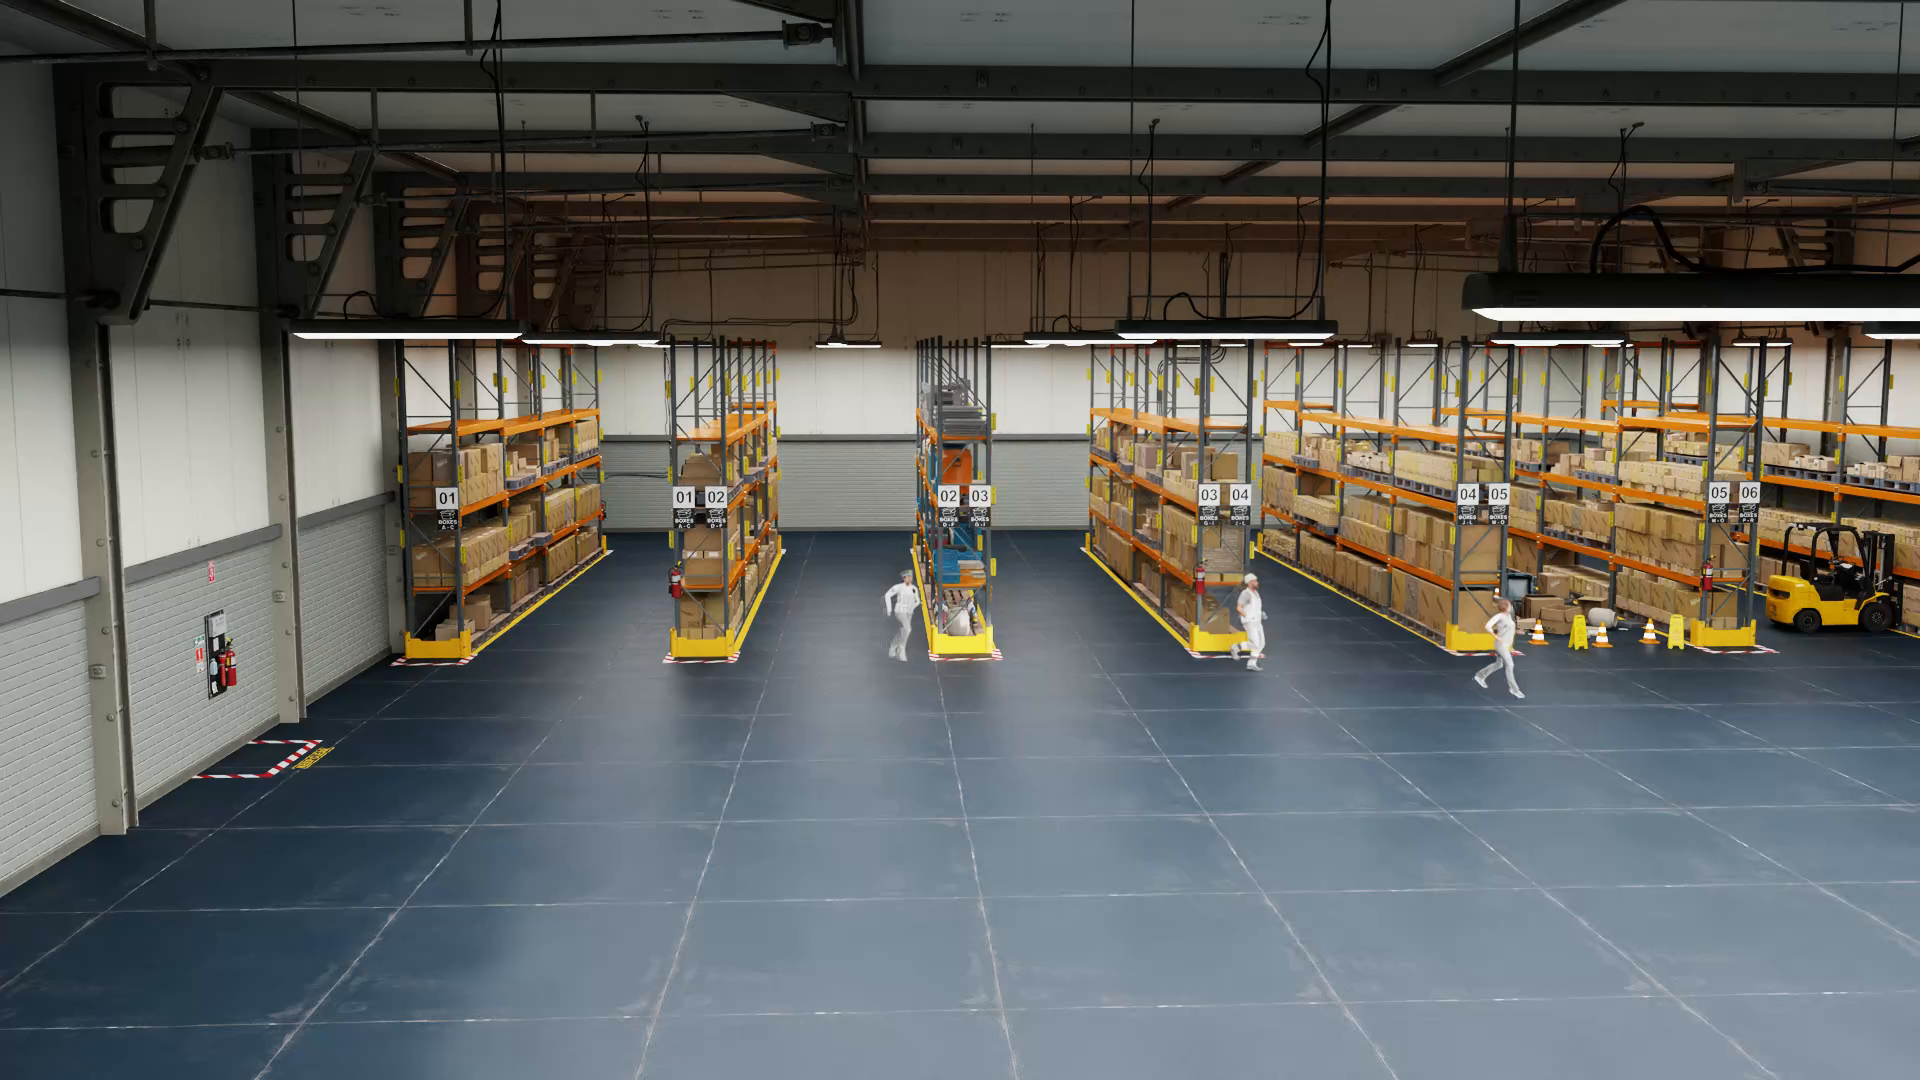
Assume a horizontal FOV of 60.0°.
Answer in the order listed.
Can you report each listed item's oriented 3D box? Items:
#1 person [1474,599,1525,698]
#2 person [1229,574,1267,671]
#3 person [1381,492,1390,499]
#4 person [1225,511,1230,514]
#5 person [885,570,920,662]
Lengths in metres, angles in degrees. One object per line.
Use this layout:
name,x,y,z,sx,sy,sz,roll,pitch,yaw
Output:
person,8.996,1.782,27.656,0.875,1.610,0.503,4,8,33
person,5.196,1.473,29.946,0.629,1.745,0.655,4,8,34
person,12.649,-0.773,49.429,0.746,1.803,0.639,0,6,0
person,7.456,-0.422,46.041,0.688,1.757,0.890,0,6,3
person,-1.014,1.379,30.931,0.595,1.664,0.649,-4,8,-35
